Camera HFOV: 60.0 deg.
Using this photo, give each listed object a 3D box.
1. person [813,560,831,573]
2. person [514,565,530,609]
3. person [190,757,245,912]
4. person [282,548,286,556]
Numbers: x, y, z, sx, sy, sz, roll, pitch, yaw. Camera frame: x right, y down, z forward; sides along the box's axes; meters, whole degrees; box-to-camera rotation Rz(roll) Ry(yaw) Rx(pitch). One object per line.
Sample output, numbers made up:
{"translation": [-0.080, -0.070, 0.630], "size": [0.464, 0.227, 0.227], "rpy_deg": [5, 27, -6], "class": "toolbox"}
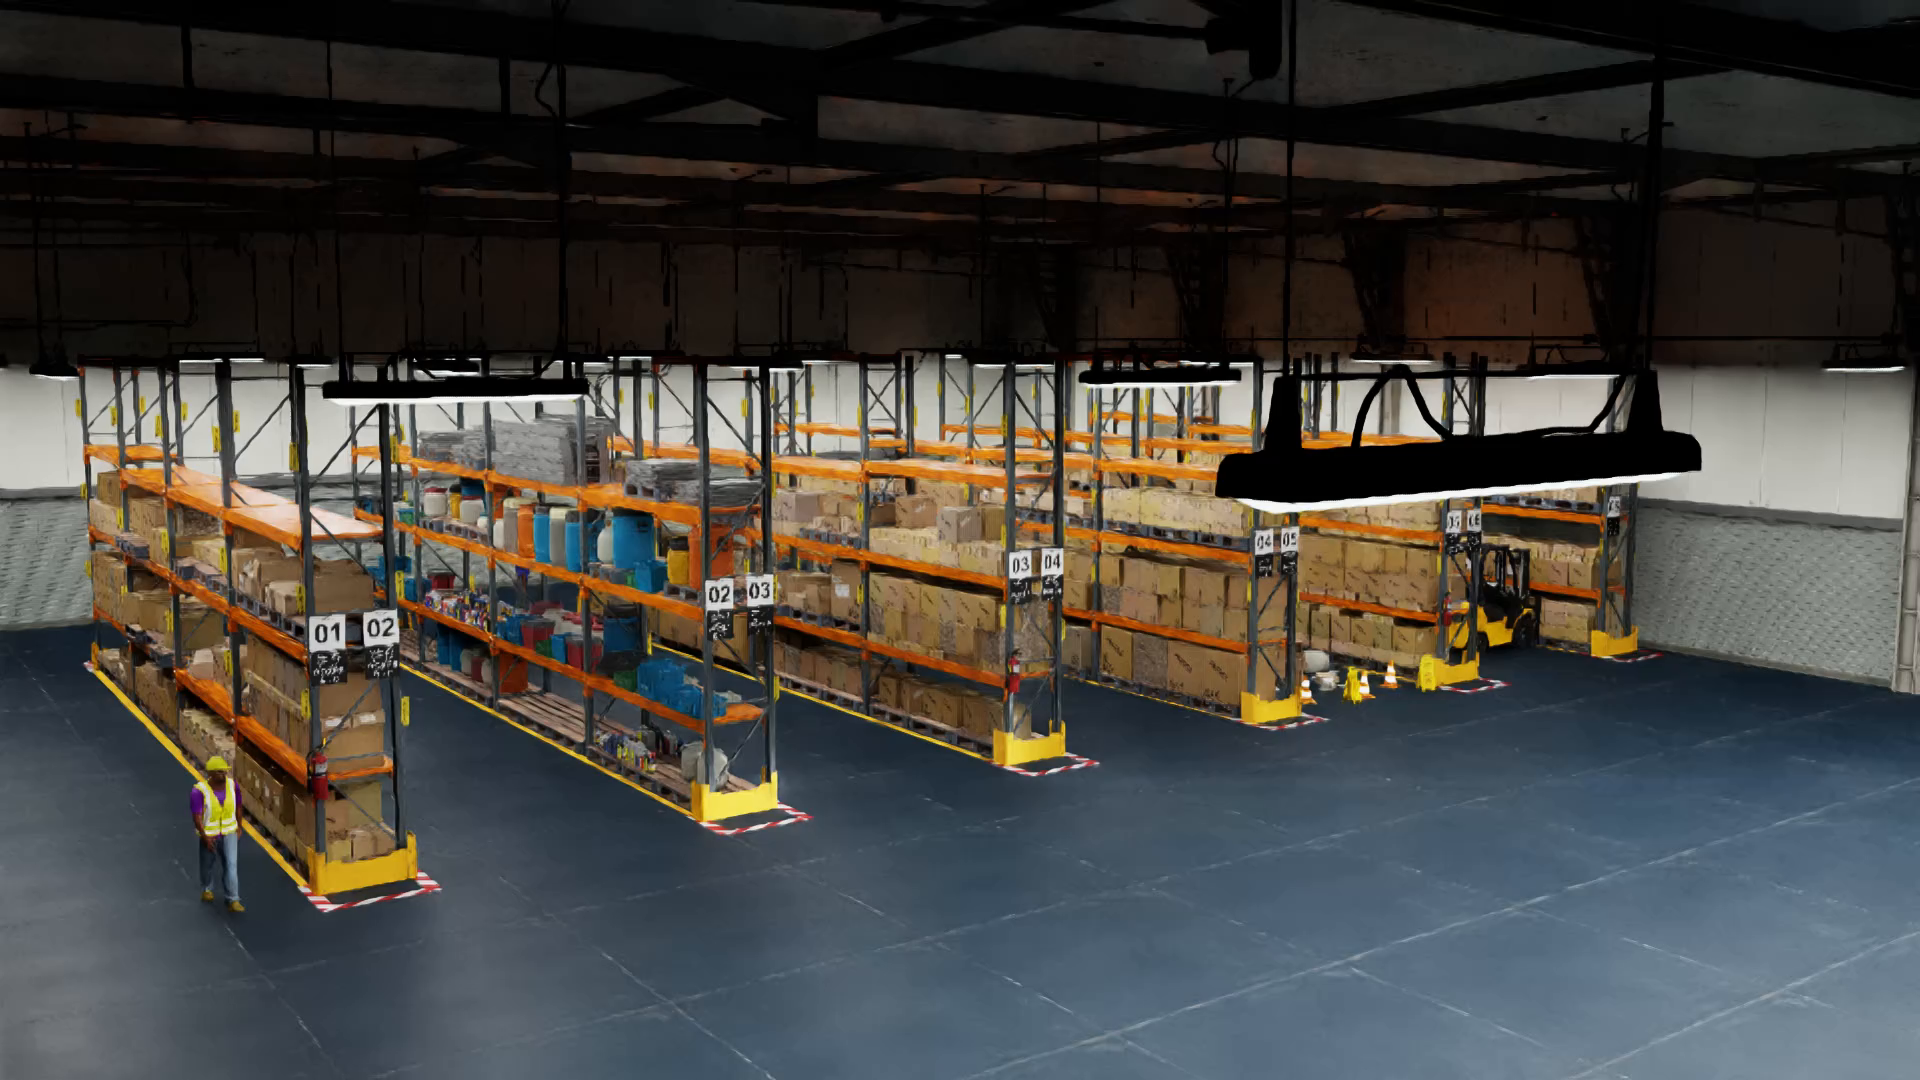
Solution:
{"translation": [-3.532, 0.347, 42.069], "size": [0.667, 1.788, 0.544], "rpy_deg": [7, 10, 44], "class": "person"}
{"translation": [-9.775, 1.004, 37.144], "size": [0.488, 1.656, 0.570], "rpy_deg": [-4, 8, -30], "class": "person"}
{"translation": [-8.212, 3.232, 18.447], "size": [0.576, 1.695, 1.041], "rpy_deg": [-5, 9, -38], "class": "person"}
{"translation": [-15.521, 0.975, 37.704], "size": [0.470, 1.588, 0.588], "rpy_deg": [1, 7, 11], "class": "person"}
